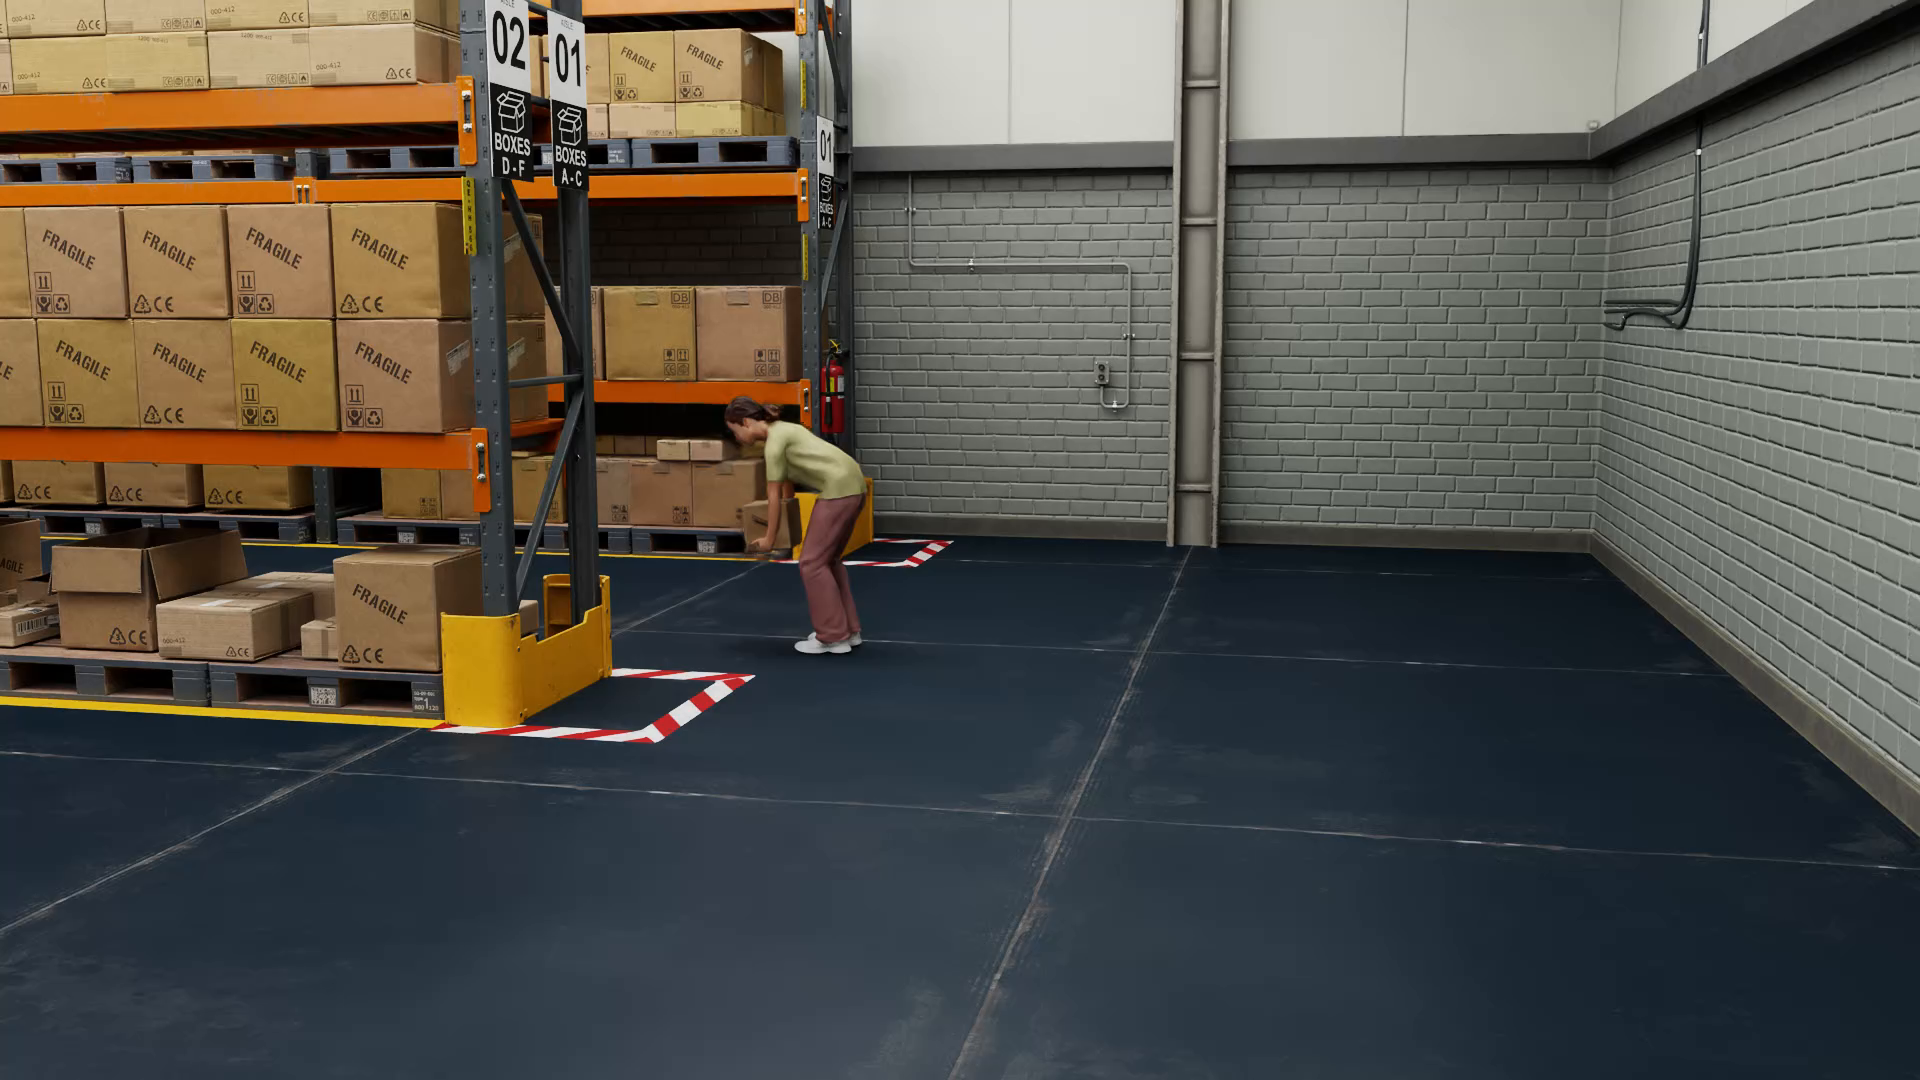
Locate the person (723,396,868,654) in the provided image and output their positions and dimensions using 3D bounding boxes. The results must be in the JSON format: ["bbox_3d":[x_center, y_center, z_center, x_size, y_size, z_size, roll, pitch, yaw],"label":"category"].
[{"bbox_3d":[-0.894,-0.090,9.032,0.777,1.380,0.406,1,8,10],"label":"person"}]
